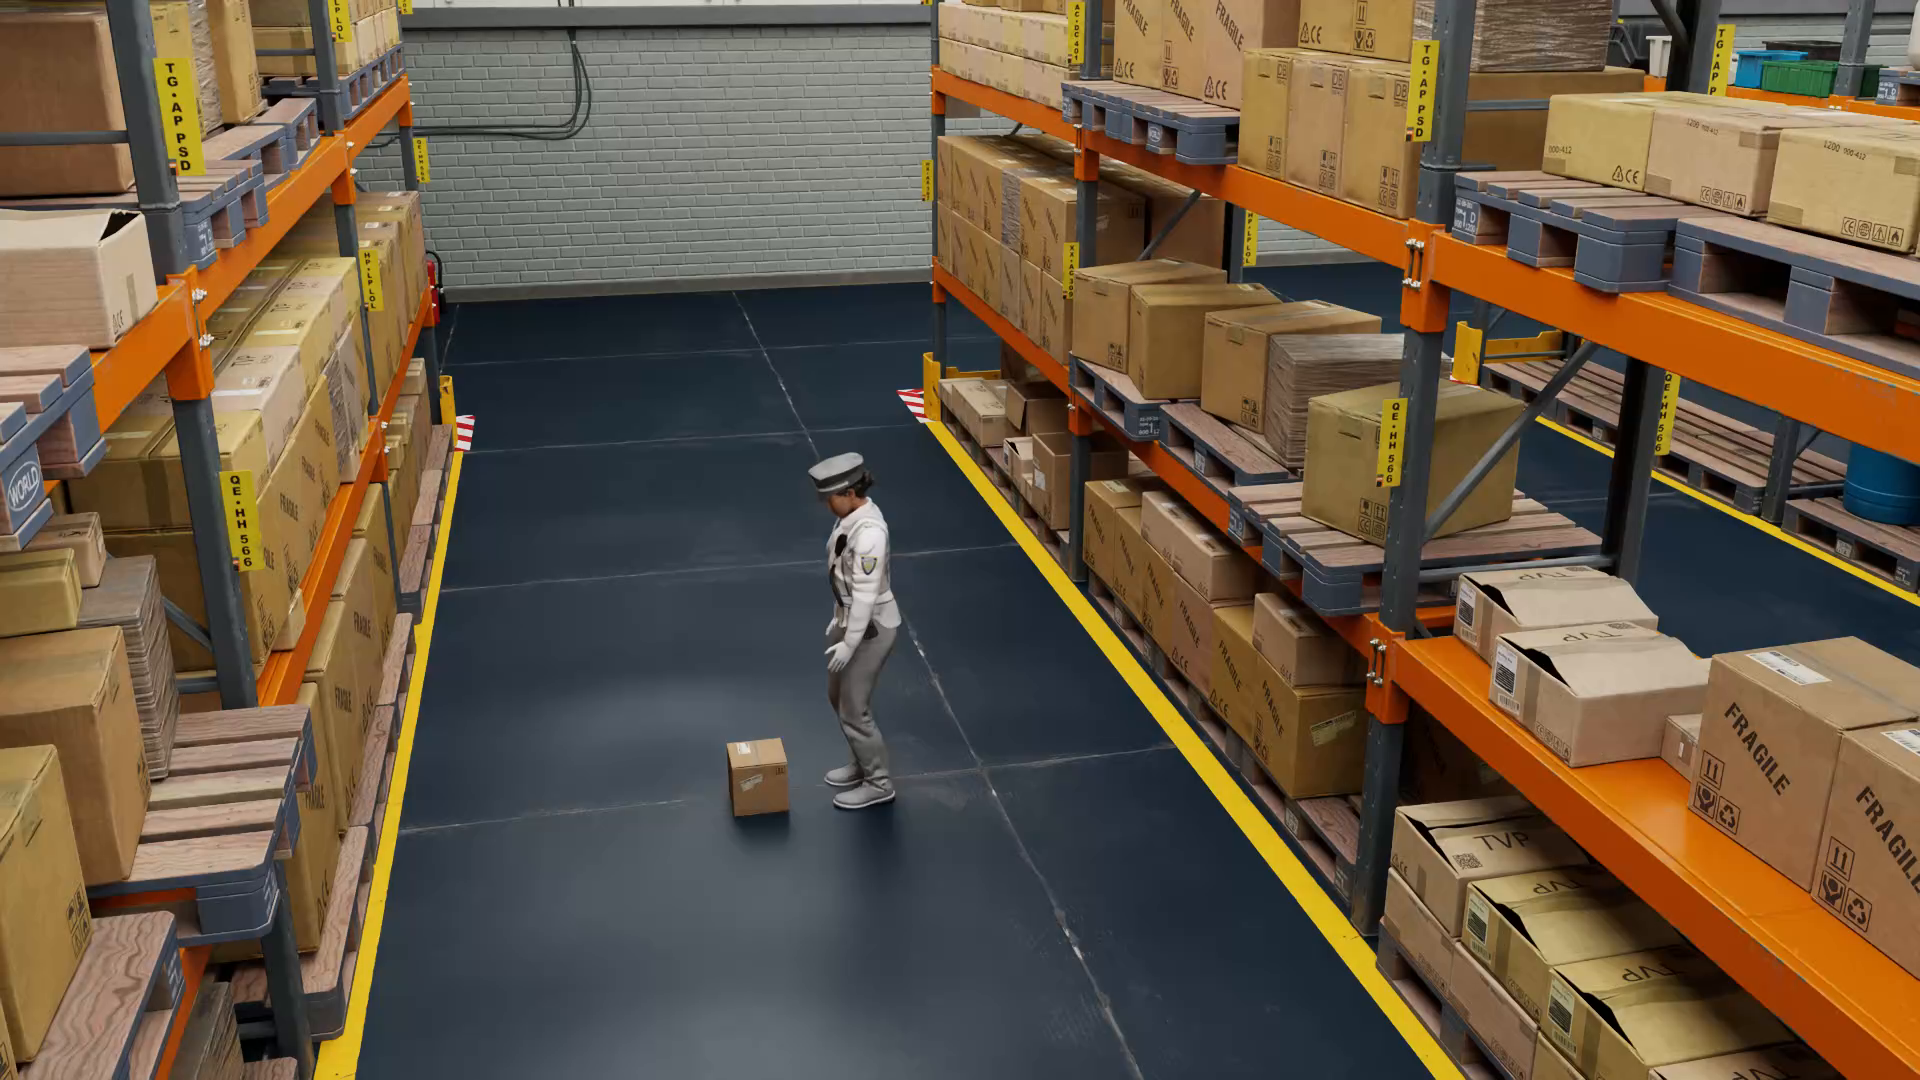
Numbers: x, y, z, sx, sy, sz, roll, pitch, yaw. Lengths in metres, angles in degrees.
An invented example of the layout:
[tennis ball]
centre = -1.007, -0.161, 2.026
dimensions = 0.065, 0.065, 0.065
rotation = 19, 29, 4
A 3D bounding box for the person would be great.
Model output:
[person]
centre = -0.463, 0.412, 7.465
dimensions = 0.396, 1.648, 0.488
rotation = -4, 20, -11
